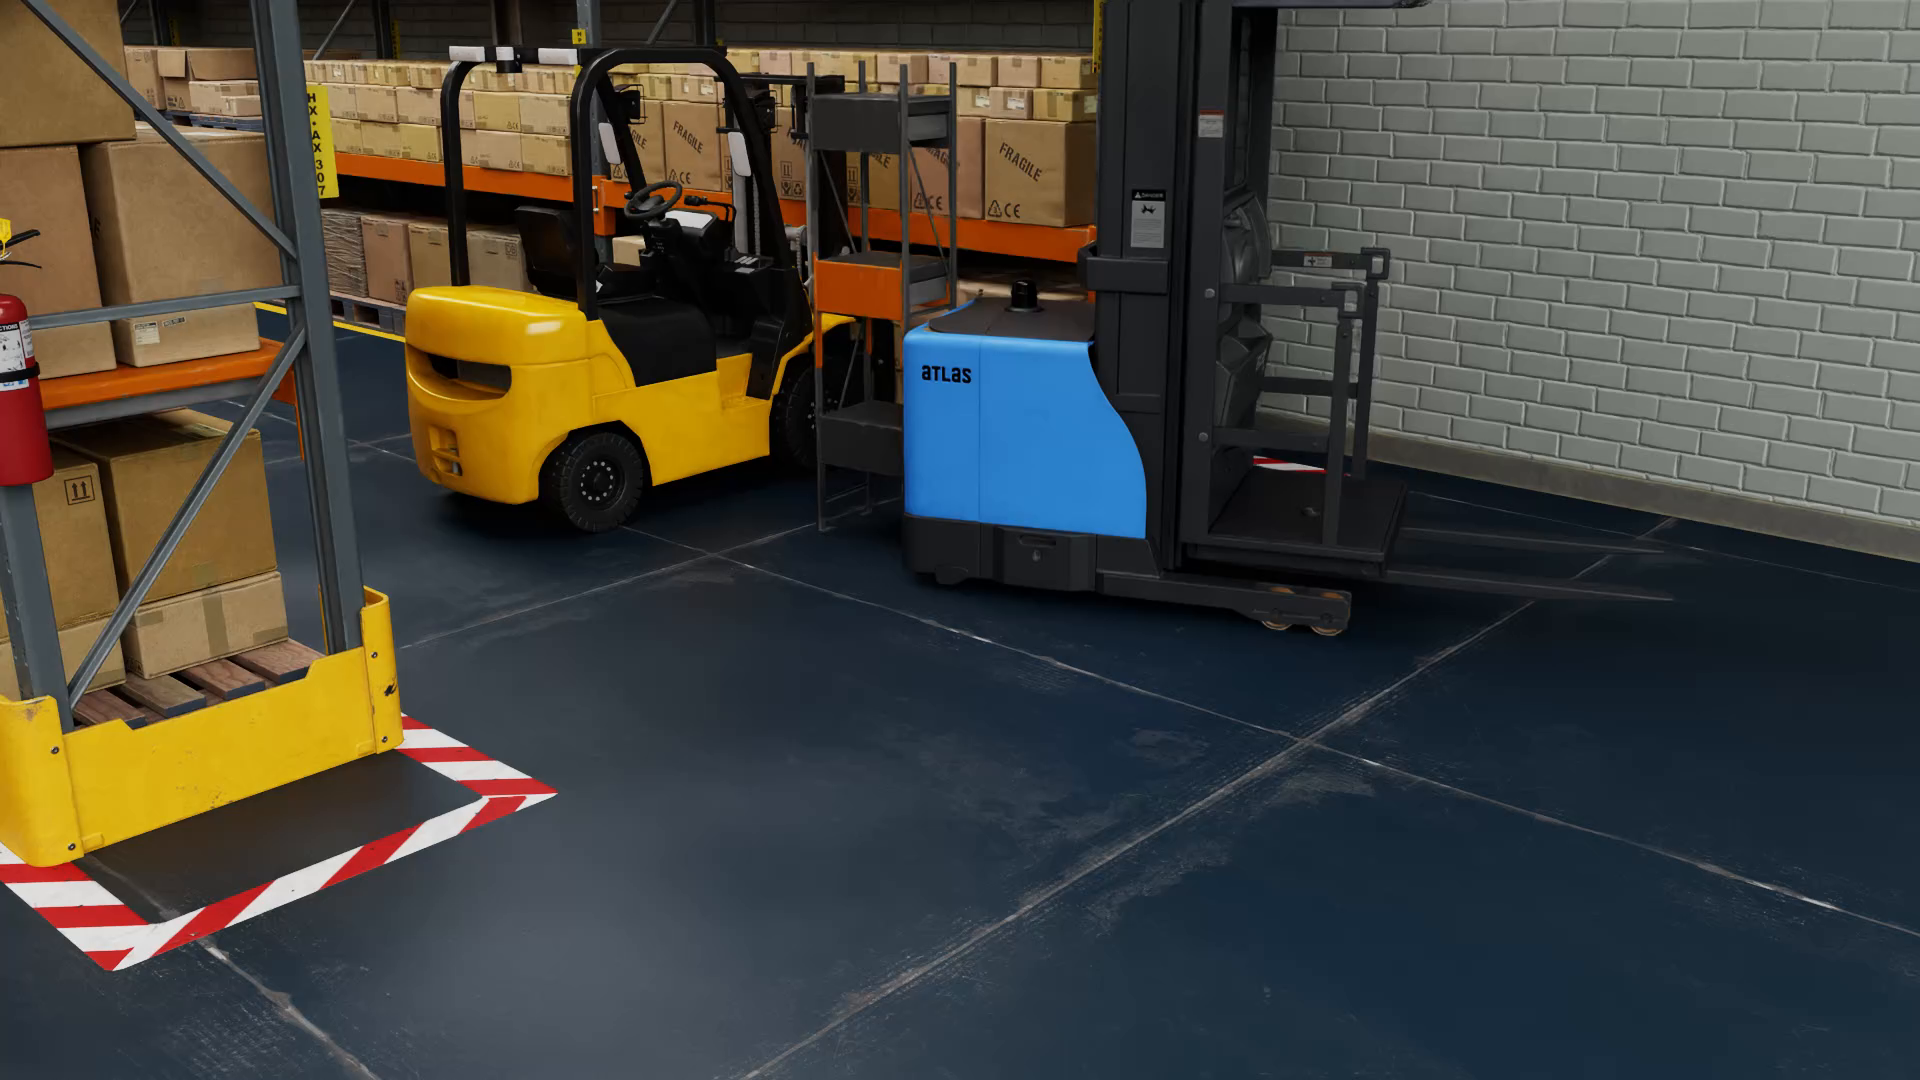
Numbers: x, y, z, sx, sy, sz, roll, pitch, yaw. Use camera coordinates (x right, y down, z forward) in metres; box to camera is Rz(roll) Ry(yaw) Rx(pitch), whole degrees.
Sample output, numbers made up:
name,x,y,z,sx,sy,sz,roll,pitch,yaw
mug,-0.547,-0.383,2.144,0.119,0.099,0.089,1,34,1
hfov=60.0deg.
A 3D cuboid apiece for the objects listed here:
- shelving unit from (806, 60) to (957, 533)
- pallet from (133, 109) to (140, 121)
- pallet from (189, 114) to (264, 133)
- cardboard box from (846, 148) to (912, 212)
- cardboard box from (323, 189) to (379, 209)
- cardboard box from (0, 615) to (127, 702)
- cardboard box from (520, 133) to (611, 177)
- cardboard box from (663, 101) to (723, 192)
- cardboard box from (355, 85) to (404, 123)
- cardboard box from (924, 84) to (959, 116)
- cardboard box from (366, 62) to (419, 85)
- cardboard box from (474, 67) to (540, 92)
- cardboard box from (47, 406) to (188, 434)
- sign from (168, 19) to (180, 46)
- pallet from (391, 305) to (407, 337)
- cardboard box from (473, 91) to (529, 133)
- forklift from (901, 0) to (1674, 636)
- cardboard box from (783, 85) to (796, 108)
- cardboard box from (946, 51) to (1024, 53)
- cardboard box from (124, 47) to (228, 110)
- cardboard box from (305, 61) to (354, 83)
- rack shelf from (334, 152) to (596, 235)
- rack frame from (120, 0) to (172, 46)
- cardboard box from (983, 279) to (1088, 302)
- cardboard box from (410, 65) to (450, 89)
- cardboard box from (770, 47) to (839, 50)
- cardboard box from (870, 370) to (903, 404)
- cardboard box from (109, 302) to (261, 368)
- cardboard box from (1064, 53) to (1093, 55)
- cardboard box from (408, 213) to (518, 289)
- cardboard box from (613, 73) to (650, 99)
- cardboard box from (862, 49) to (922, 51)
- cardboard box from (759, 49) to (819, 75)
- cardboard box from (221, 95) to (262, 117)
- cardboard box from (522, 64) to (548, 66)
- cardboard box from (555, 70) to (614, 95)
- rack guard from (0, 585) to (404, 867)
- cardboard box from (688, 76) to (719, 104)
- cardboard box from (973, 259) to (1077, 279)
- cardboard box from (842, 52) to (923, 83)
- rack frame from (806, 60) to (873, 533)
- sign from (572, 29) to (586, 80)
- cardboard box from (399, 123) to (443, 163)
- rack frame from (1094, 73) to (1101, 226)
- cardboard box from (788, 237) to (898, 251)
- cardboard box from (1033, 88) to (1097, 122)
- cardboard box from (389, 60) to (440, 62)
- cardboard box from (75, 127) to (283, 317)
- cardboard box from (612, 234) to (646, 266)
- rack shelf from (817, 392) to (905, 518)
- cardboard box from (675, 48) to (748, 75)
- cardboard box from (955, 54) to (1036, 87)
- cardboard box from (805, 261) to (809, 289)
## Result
name,x,y,z,sx,sy,sz,roll,pitch,yaw
shelving unit,-0.334,-1.043,7.426,0.503,2.100,0.431,11,21,32
pallet,-7.433,-3.905,15.274,1.213,0.211,1.003,15,23,39
pallet,-5.520,-3.407,13.706,1.003,0.211,1.213,15,23,39
cardboard box,-0.291,-2.068,9.005,0.500,0.500,0.500,14,23,38
cardboard box,-5.150,-2.872,14.067,0.250,0.149,0.380,17,24,42
cardboard box,-3.076,0.356,5.383,0.500,0.250,0.500,15,23,39
cardboard box,-2.525,-2.546,10.922,0.500,0.250,0.500,16,23,40
cardboard box,-1.416,-2.374,9.968,0.500,0.500,0.500,16,23,40
cardboard box,-4.044,-3.191,12.129,0.500,0.250,0.500,14,23,38
cardboard box,0.029,-2.298,8.656,0.250,0.149,0.380,15,23,39
cardboard box,-4.102,-3.412,12.167,0.250,0.149,0.380,15,23,40
cardboard box,-3.016,-3.082,11.127,0.250,0.149,0.380,14,22,38
cardboard box,-3.107,-0.229,5.985,0.500,0.500,0.500,14,22,37
sign,-7.593,-4.860,16.052,0.005,0.325,0.100,15,23,39
pallet,-3.469,-1.630,12.399,1.213,0.211,1.003,15,23,39
cardboard box,-2.901,-2.884,11.163,0.500,0.250,0.500,14,23,38
forklift,1.327,-1.206,6.568,3.031,2.935,1.130,6,19,18
cardboard box,-0.768,-2.494,9.273,0.250,0.149,0.380,14,23,38
cardboard box,0.138,-2.597,9.106,0.250,0.149,0.380,16,24,41
cardboard box,-6.771,-4.020,14.460,0.500,0.500,0.700,15,23,39
cardboard box,-4.723,-3.551,12.605,0.250,0.149,0.380,16,23,40
rack shelf,-3.471,-2.634,12.142,4.000,0.370,1.077,15,23,39
rack frame,-7.958,-4.182,15.829,0.127,3.000,1.000,15,23,39
cardboard box,0.465,-1.160,8.507,0.500,0.250,0.500,16,24,41
cardboard box,-3.603,-3.236,11.612,0.250,0.149,0.380,14,23,38
cardboard box,-0.940,-2.932,10.163,0.250,0.149,0.380,14,23,38
cardboard box,-0.278,-0.889,9.306,0.500,0.250,0.500,15,23,40
cardboard box,-2.392,-0.644,5.096,0.250,0.149,0.380,15,23,39
cardboard box,0.750,-2.454,8.656,0.250,0.149,0.380,16,24,41
cardboard box,-3.512,-2.054,12.356,0.625,0.625,0.875,14,22,37
cardboard box,-1.911,-2.809,10.265,0.250,0.149,0.380,15,23,38
cardboard box,-0.430,-2.756,9.607,0.250,0.149,0.380,16,24,41
cardboard box,-0.917,-2.702,9.438,0.250,0.149,0.380,15,23,39
cardboard box,-5.713,-3.504,13.415,0.250,0.149,0.380,16,23,40
cardboard box,-3.014,-3.319,11.874,0.250,0.149,0.380,15,23,39
cardboard box,-2.378,-2.950,10.712,0.250,0.149,0.380,16,24,41
rack guard,-2.332,0.528,5.122,0.348,0.500,1.175,15,23,39
cardboard box,-1.368,-2.645,9.748,0.250,0.149,0.380,16,23,40
cardboard box,0.407,-1.377,9.190,0.500,0.250,0.500,15,23,39
cardboard box,-0.412,-2.529,8.891,0.250,0.149,0.380,16,23,40
rack frame,-0.537,-1.084,7.555,0.015,2.100,0.400,11,21,32
sign,-2.328,-2.965,10.211,0.005,0.325,0.100,15,23,39
cardboard box,-3.647,-2.854,11.894,0.500,0.250,0.500,16,24,41
rack frame,1.017,-1.772,8.237,0.127,3.000,1.000,15,23,39
cardboard box,-0.720,-1.683,10.156,0.500,0.250,0.500,15,23,40
cardboard box,0.572,-2.135,8.143,0.250,0.149,0.380,15,23,40
cardboard box,-4.166,-3.623,12.830,0.250,0.149,0.380,15,23,39
cardboard box,-2.445,-0.996,5.133,0.500,0.500,0.500,15,23,38
cardboard box,-1.821,-1.773,10.439,0.500,0.250,0.500,15,23,38
rack shelf,-0.334,-0.362,7.642,0.480,0.518,0.431,11,21,32
cardboard box,-1.481,-2.862,9.940,0.250,0.149,0.380,14,23,38
cardboard box,0.190,-2.384,8.435,0.250,0.149,0.380,16,23,40
cardboard box,-0.678,-1.464,9.464,0.500,0.250,0.500,14,23,38
